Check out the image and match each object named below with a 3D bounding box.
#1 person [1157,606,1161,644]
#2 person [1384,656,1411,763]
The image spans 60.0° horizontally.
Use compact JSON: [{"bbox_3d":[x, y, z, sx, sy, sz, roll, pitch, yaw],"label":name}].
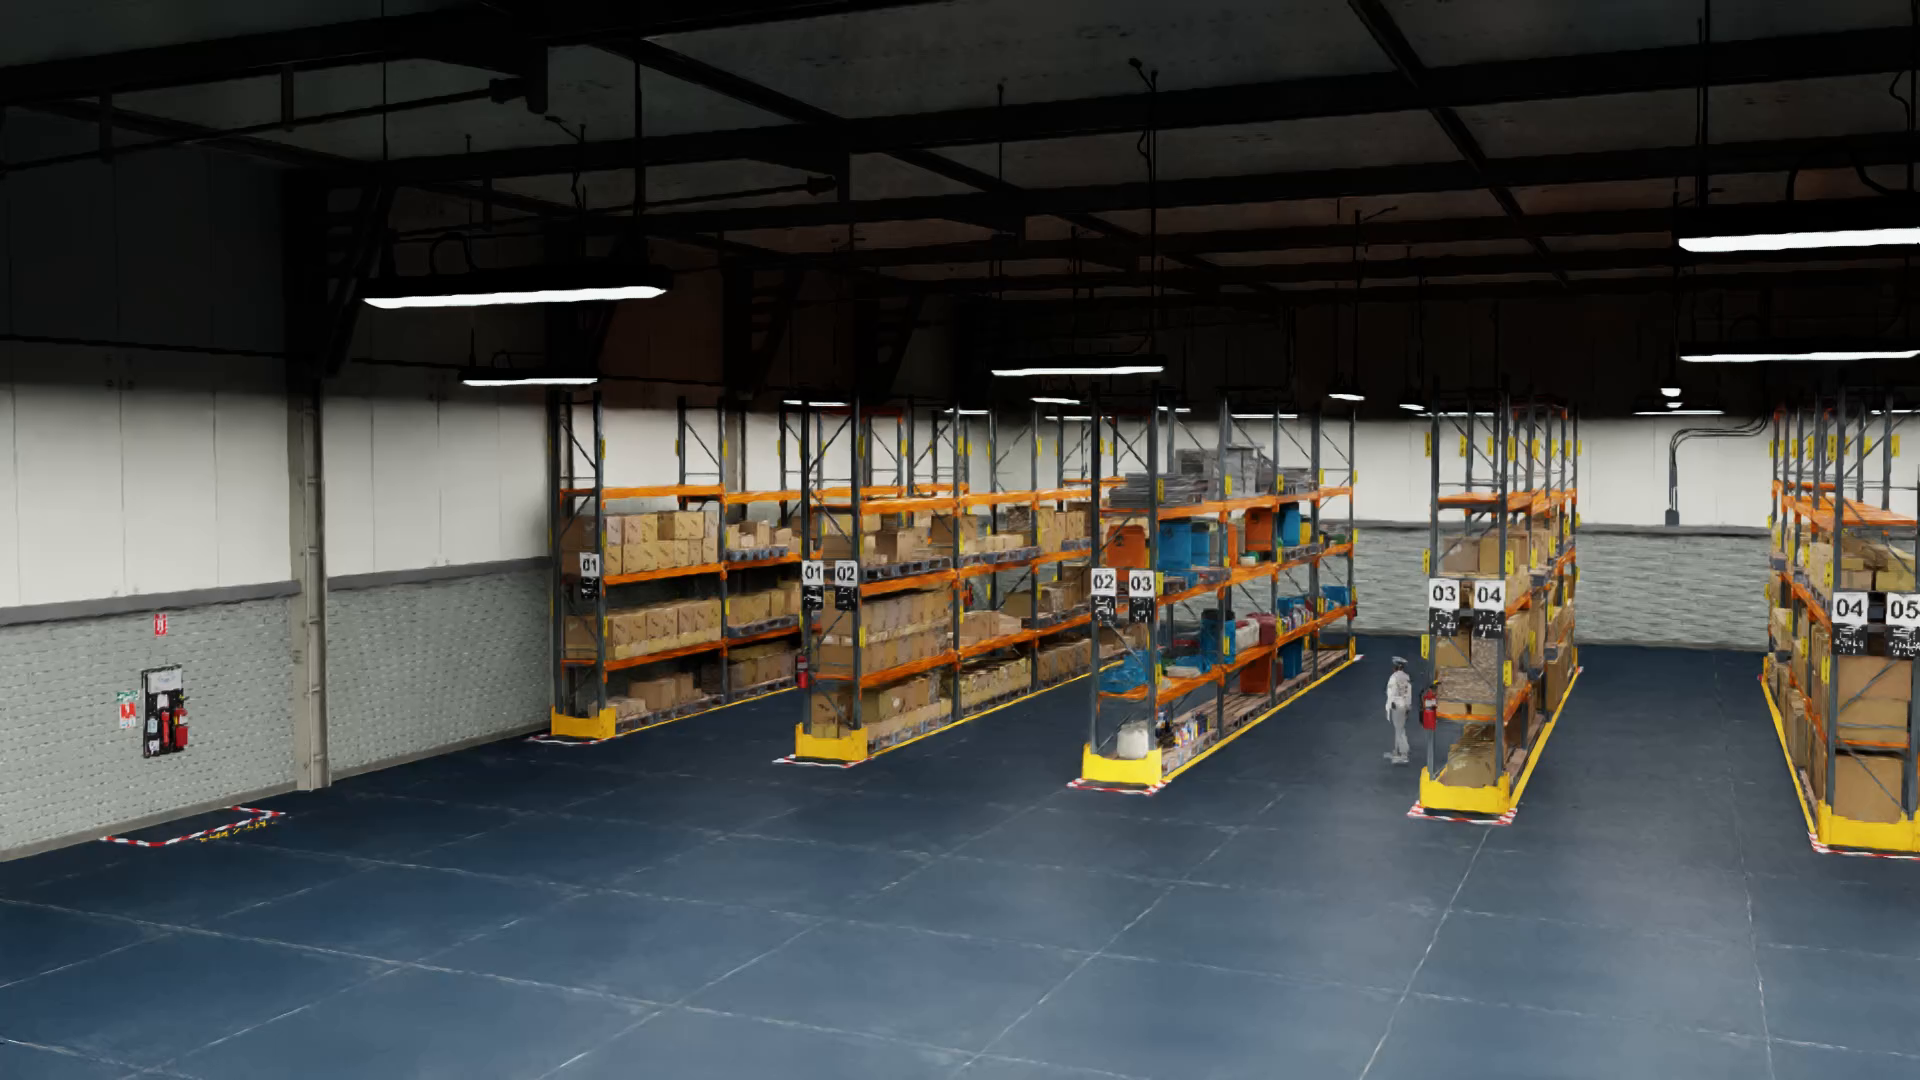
[{"bbox_3d":[4.871,1.838,42.565,0.649,1.676,0.502,-2,4,-35],"label":"person"},{"bbox_3d":[6.981,2.688,26.535,0.561,1.663,0.591,3,4,43],"label":"person"}]
